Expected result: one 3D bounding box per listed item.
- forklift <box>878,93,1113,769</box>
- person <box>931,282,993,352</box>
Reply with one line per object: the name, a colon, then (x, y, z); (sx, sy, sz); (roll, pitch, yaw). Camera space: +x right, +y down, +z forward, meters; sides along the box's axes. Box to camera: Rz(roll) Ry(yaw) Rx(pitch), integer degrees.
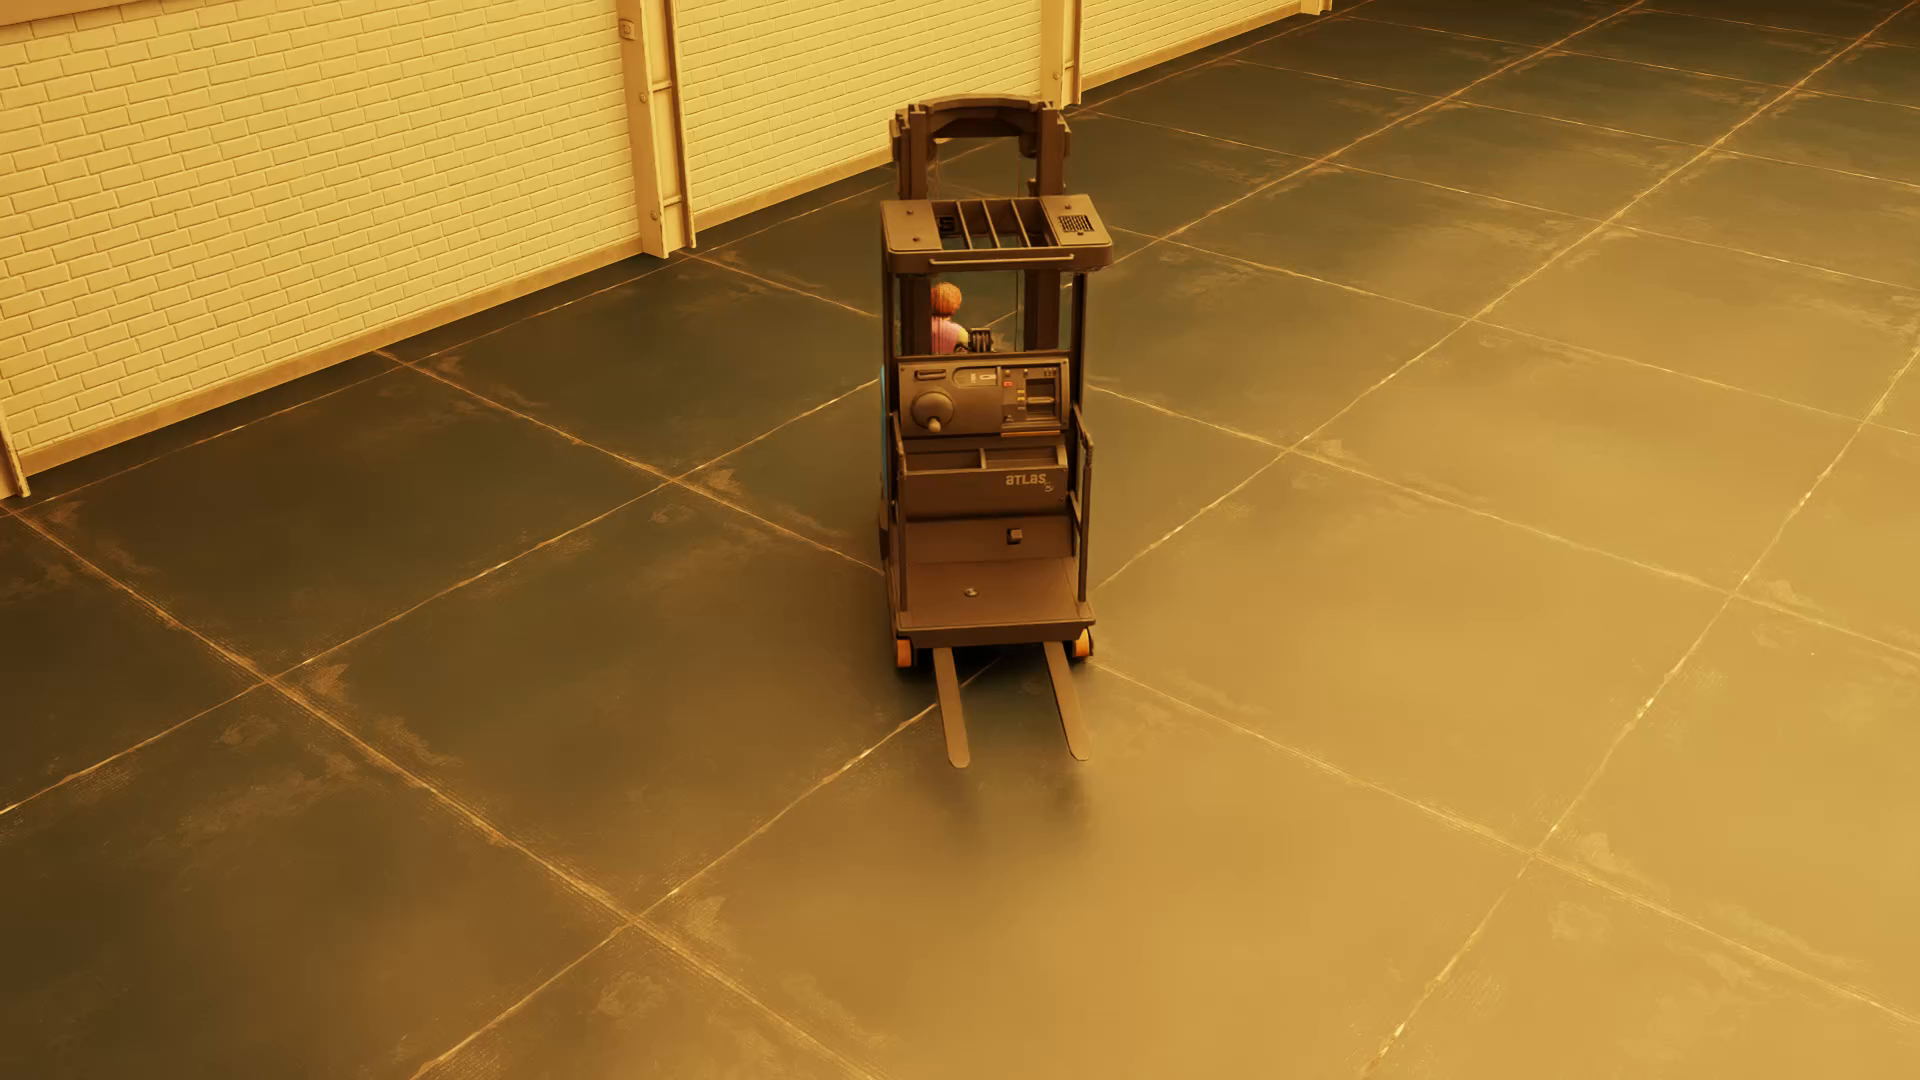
forklift: (0.156, -0.733, 8.850); (1.130, 2.935, 3.031); (-3, 30, -5)
person: (0.024, -1.036, 10.926); (0.730, 1.476, 0.597); (19, 35, 30)
